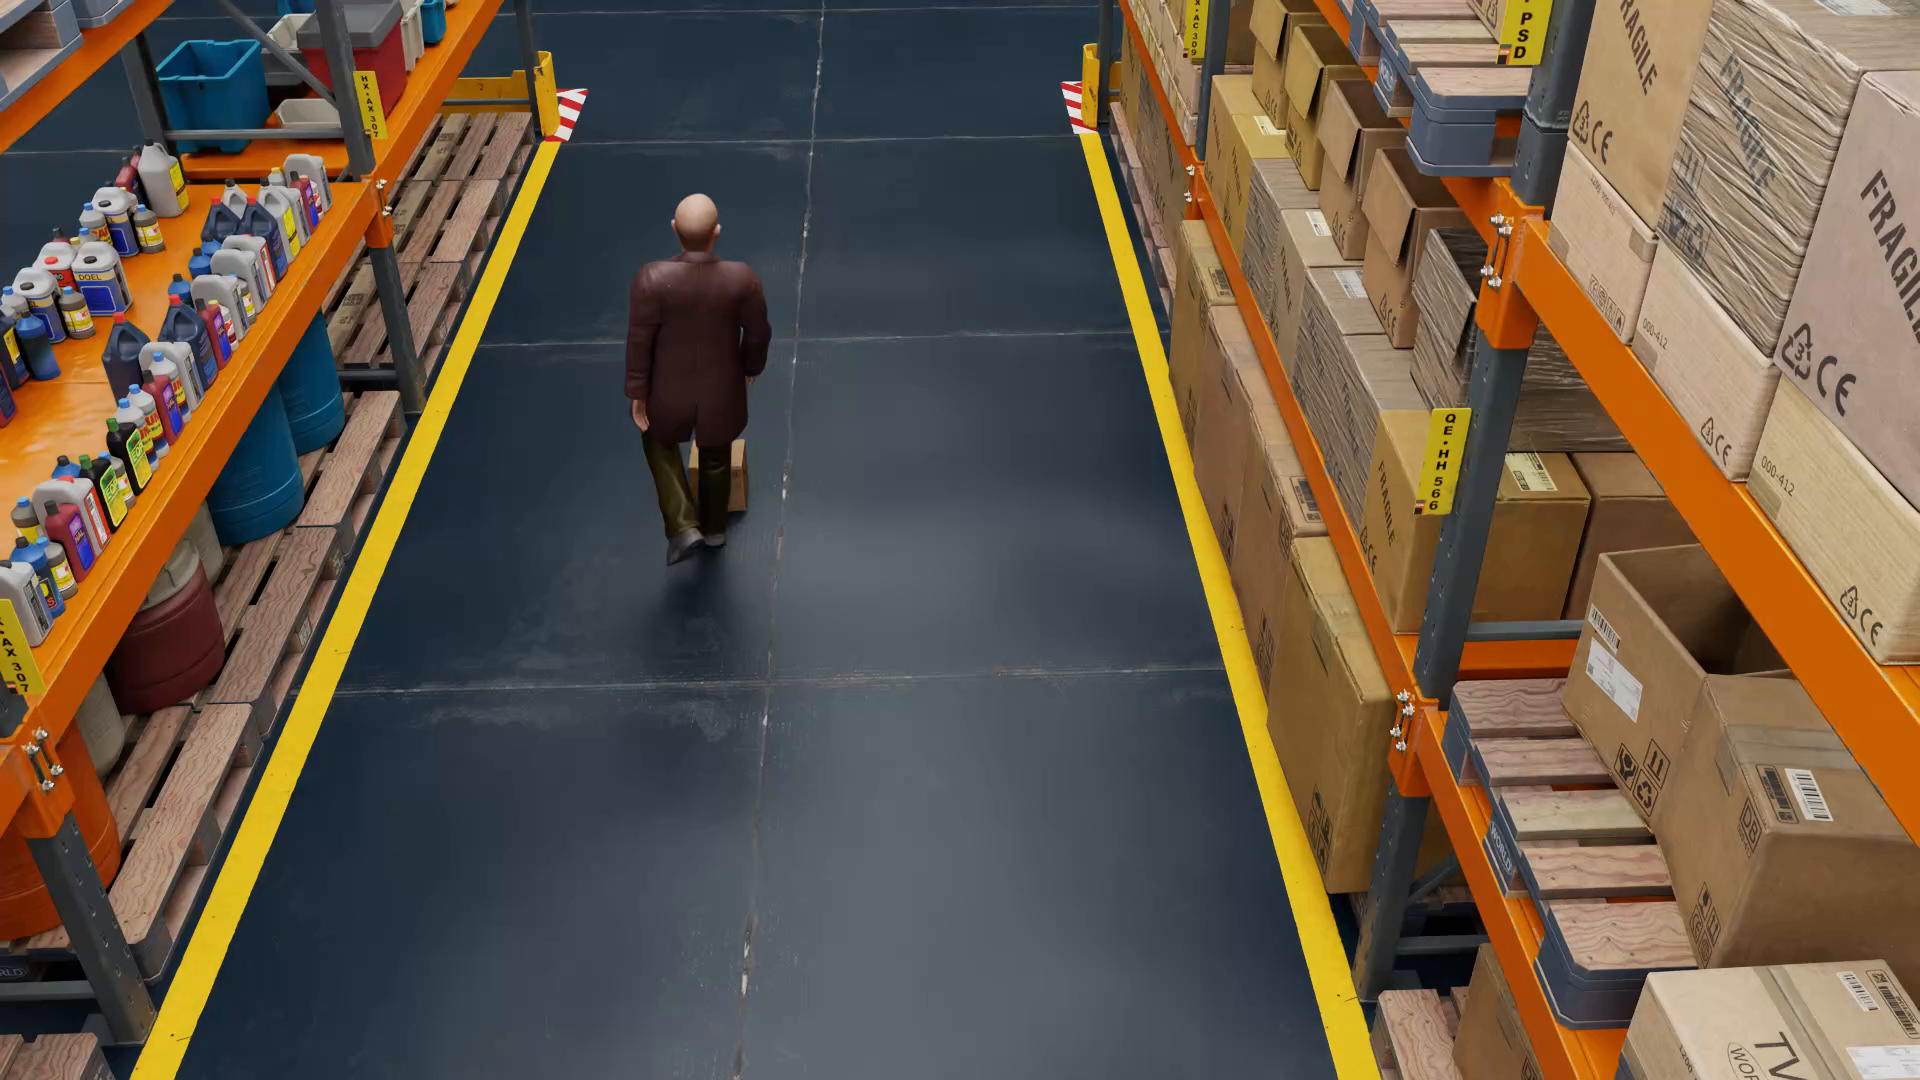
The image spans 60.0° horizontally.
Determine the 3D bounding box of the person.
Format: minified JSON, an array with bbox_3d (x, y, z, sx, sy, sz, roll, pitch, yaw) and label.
[{"bbox_3d":[-1.128,-0.698,7.147,0.636,1.773,0.694,-8,36,-11],"label":"person"}]
